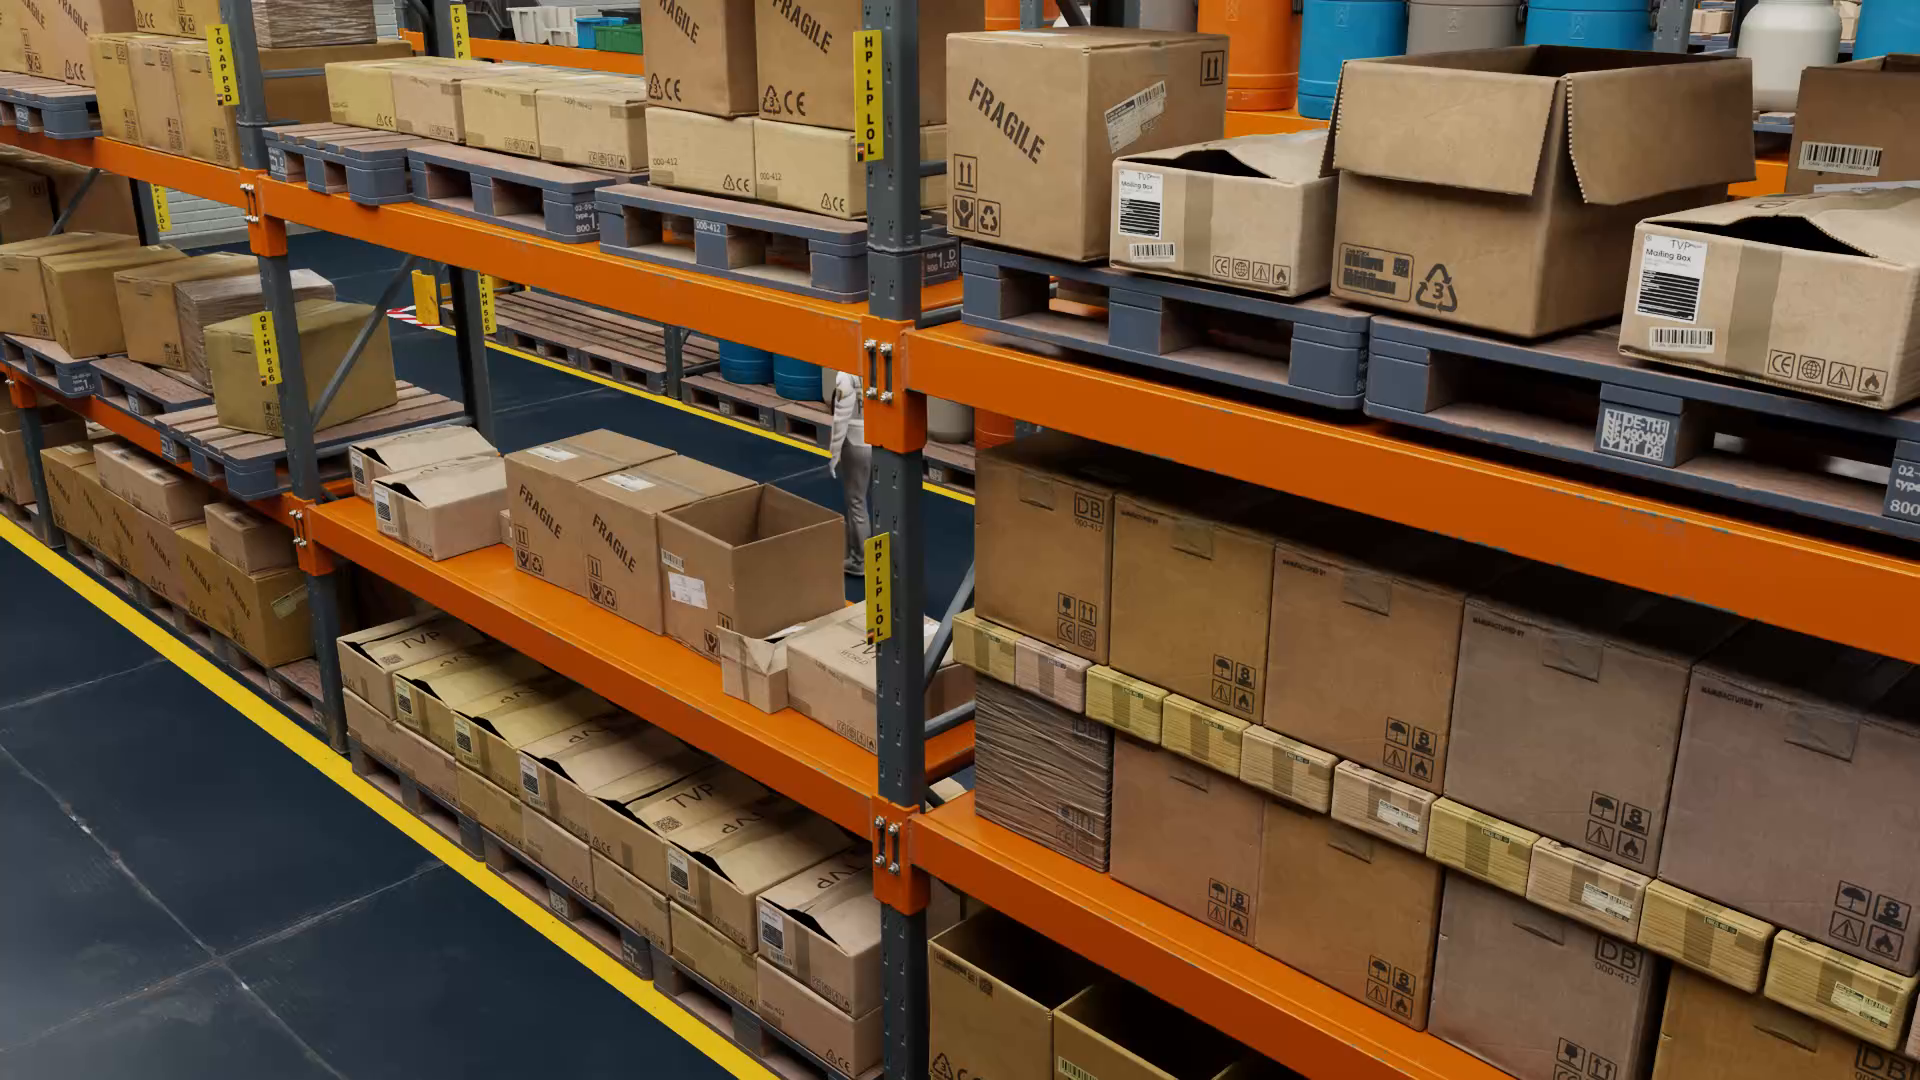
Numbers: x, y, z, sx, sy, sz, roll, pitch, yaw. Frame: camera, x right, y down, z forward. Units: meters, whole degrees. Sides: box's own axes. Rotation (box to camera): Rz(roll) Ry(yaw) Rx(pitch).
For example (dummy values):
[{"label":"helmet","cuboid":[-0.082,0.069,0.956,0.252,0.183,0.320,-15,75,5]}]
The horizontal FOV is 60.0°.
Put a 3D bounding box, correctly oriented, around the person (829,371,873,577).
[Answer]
[{"label":"person","cuboid":[-0.577,-0.554,9.999,0.502,1.656,0.511,-15,25,-35]}]
